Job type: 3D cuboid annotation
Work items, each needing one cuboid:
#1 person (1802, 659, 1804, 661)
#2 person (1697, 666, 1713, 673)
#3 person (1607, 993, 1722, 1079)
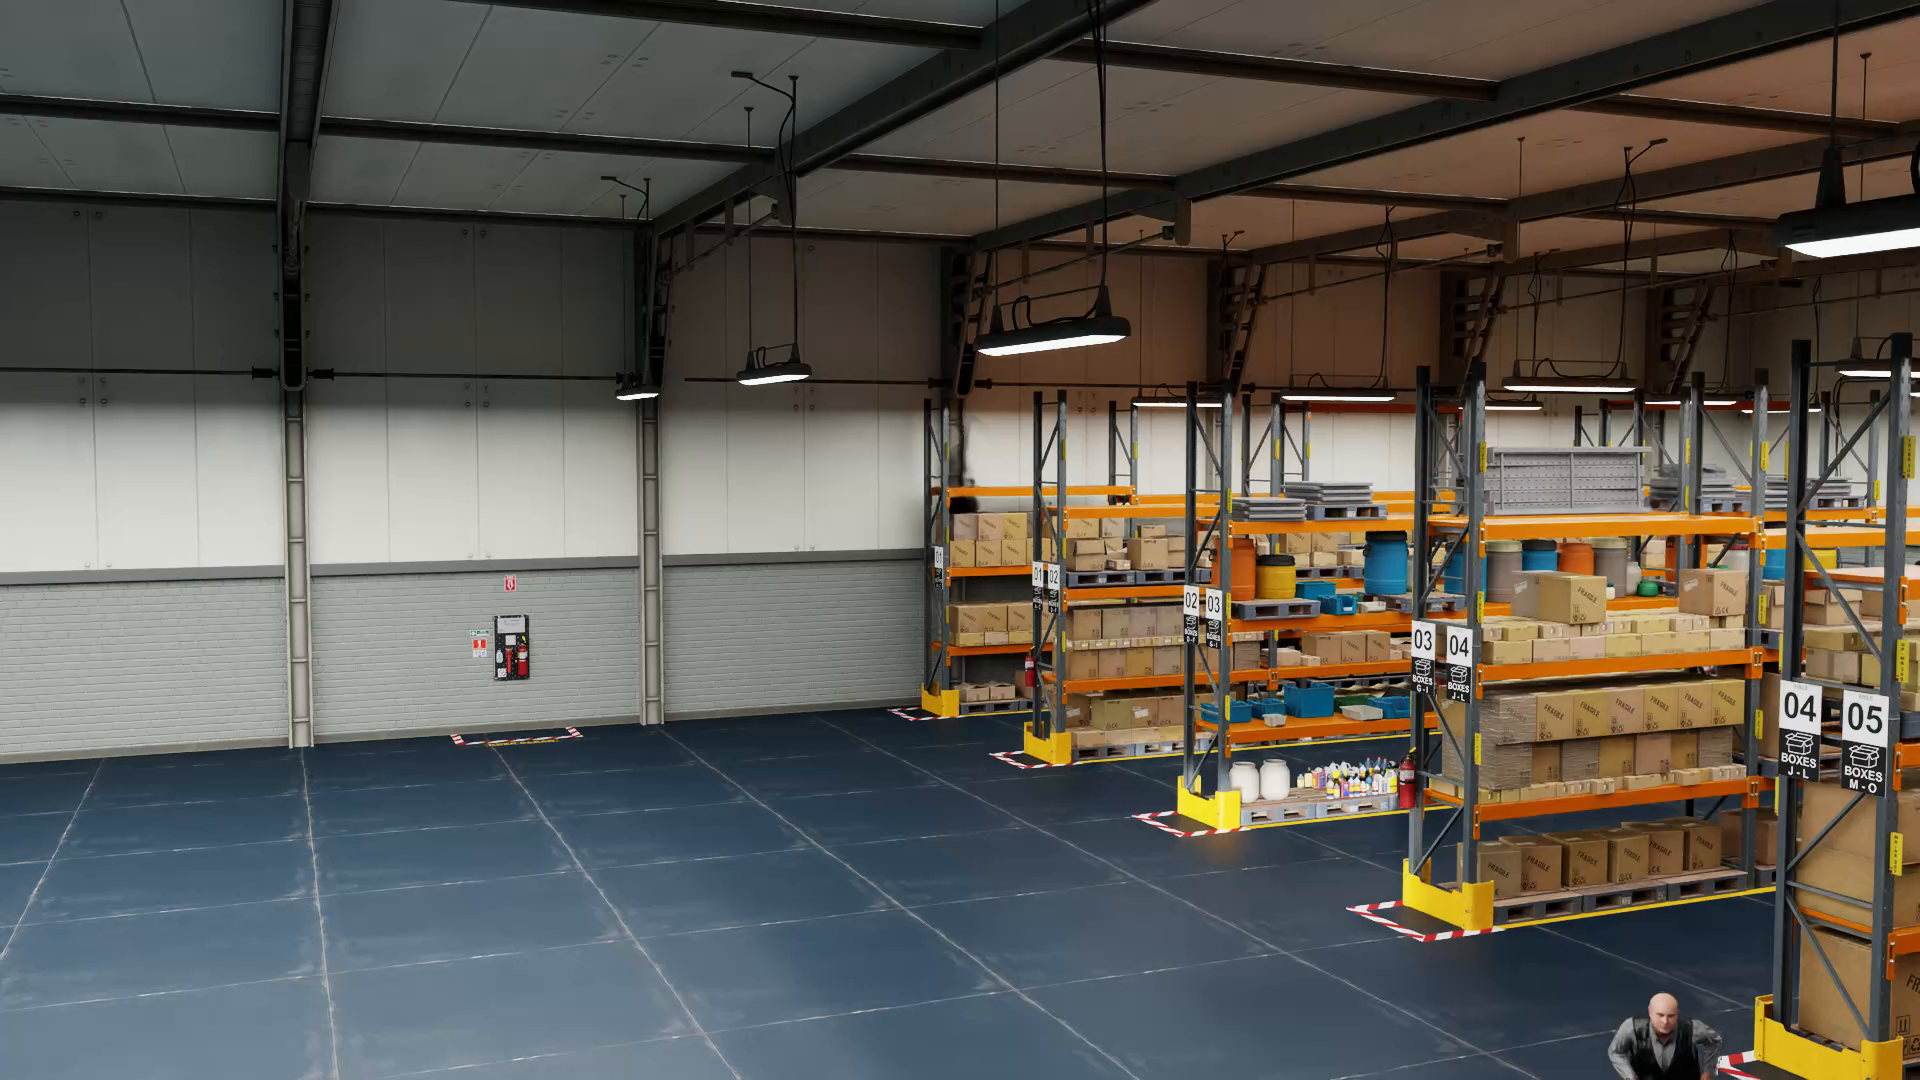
[{"bbox_3d":[17.027,2.307,33.790,0.696,1.774,0.923,-1,4,-20],"label":"person"},{"bbox_3d":[12.849,2.685,28.644,0.802,1.675,0.607,-1,3,-16],"label":"person"},{"bbox_3d":[4.635,3.713,10.993,0.697,1.681,1.007,1,4,17],"label":"person"}]
